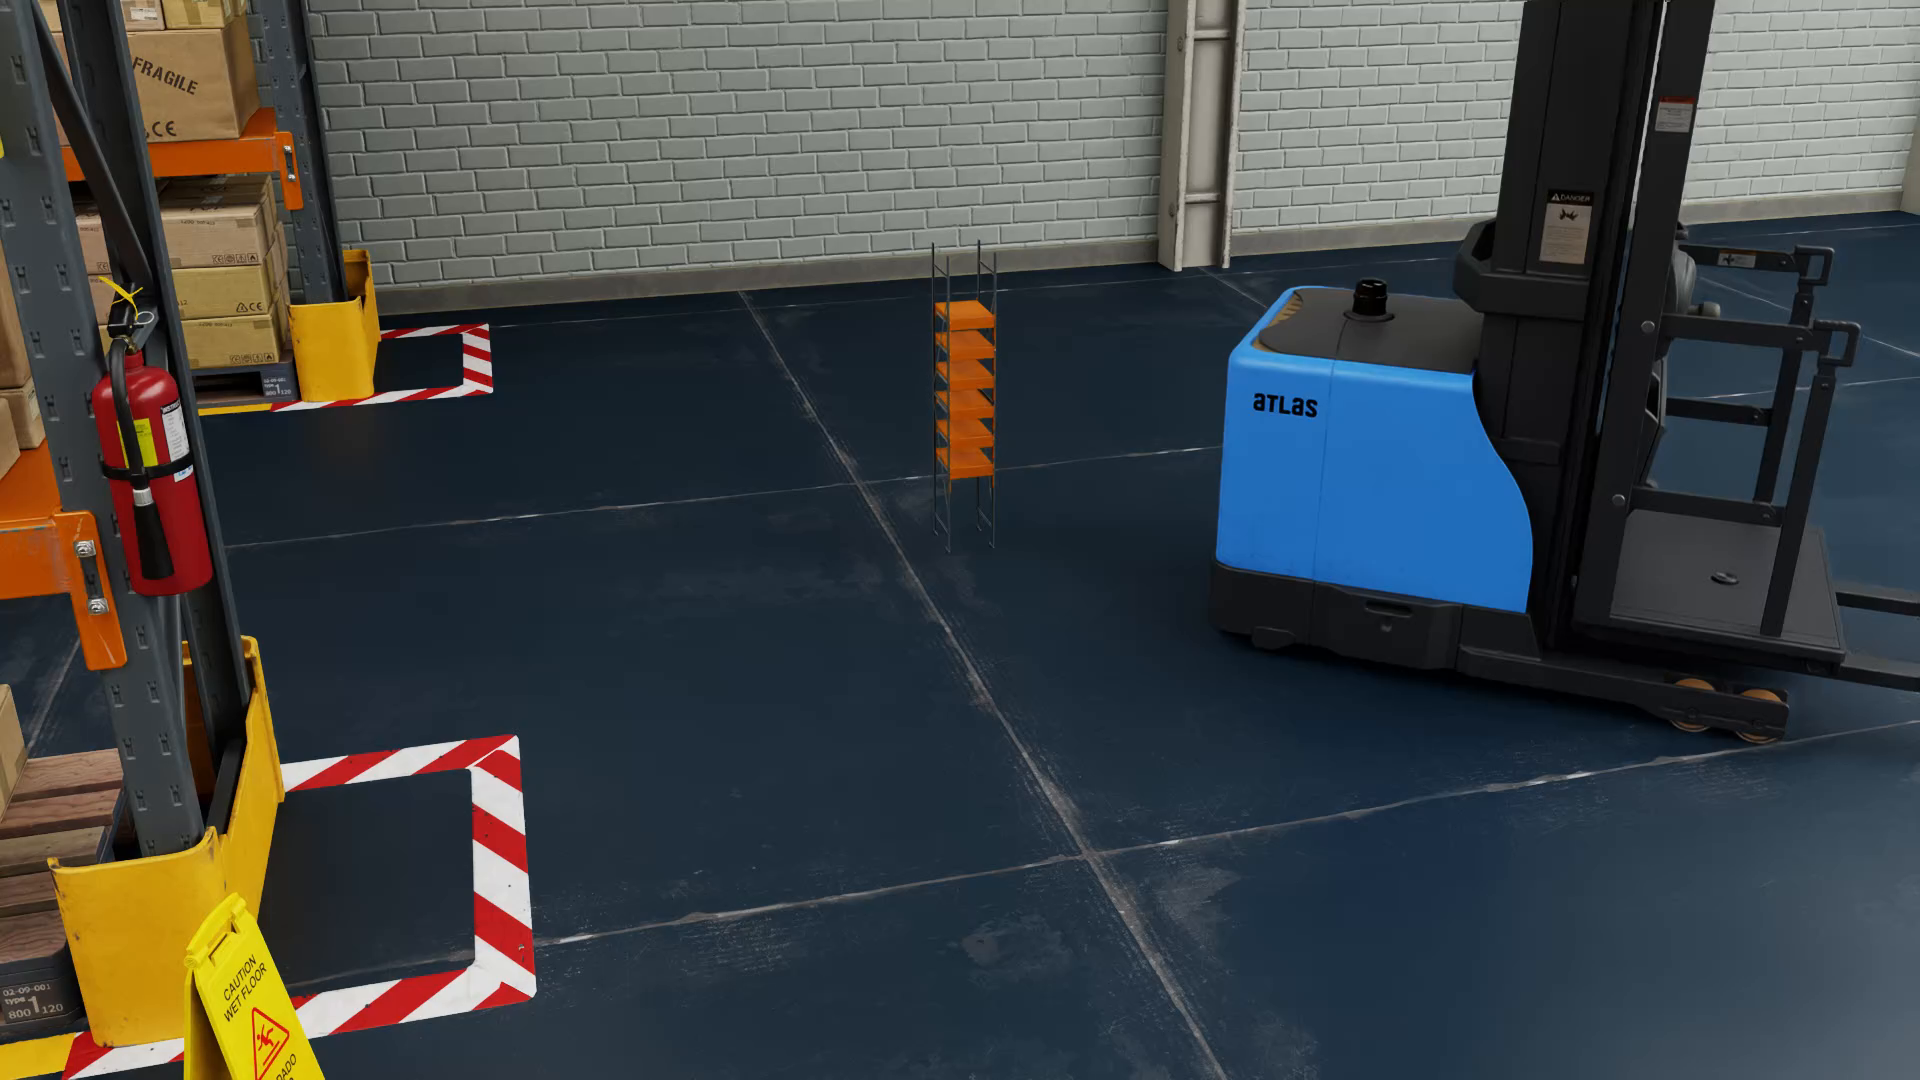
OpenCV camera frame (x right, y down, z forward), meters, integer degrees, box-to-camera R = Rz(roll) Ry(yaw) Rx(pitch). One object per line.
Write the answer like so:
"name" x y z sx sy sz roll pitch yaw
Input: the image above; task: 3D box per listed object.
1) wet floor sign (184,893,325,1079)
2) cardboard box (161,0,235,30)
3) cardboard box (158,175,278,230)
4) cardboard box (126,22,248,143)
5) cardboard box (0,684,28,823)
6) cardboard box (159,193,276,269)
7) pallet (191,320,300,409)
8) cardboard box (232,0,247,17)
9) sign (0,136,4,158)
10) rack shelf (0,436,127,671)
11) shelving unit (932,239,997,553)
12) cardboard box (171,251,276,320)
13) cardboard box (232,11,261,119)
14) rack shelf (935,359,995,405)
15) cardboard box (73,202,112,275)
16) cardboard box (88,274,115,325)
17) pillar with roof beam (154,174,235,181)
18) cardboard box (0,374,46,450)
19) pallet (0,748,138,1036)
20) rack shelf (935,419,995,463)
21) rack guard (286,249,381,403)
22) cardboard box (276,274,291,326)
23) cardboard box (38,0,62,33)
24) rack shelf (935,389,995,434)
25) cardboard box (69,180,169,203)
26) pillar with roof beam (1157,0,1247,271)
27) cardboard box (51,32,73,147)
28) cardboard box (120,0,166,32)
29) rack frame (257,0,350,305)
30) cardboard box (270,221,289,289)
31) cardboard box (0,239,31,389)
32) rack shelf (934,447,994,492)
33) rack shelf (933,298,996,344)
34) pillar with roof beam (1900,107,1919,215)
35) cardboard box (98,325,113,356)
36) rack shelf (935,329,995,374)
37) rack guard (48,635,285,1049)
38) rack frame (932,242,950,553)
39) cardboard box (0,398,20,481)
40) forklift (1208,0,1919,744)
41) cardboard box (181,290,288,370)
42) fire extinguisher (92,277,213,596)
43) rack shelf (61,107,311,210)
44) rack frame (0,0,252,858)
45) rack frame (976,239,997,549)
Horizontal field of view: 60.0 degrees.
"wet floor sign" -1.506 1.053 3.479 0.232 0.644 0.267 2 23 4
"cardboard box" -3.581 -2.500 7.823 0.250 0.149 0.380 -6 24 -14
"cardboard box" -3.837 -1.709 8.615 0.500 0.250 0.500 -7 24 -15
"cardboard box" -3.726 -2.193 7.931 0.500 0.500 0.500 -7 24 -16
"cardboard box" -2.830 0.636 4.418 0.500 0.250 0.500 -7 24 -15
"cardboard box" -3.682 -1.521 8.177 0.500 0.250 0.500 -5 24 -13
"pallet" -4.048 -0.921 8.628 1.213 0.211 1.003 -6 24 -14
"cardboard box" -3.719 -2.706 8.303 0.250 0.149 0.380 -7 24 -16
"sign" -1.848 -0.880 3.127 0.005 0.325 0.100 -6 24 -14
"rack shelf" -3.904 0.128 3.559 4.000 0.370 1.077 -6 24 -14
"shelving unit" 0.014 -0.553 6.517 0.189 1.200 0.258 -6 24 -14
"cardboard box" -3.707 -1.288 8.268 0.500 0.250 0.500 -7 24 -15
"cardboard box" -3.875 -2.398 8.408 0.500 0.500 0.500 -6 24 -13
"rack shelf" 0.014 -0.622 6.487 0.180 0.103 0.258 -6 24 -14
"cardboard box" -4.172 -1.464 8.045 0.500 0.250 0.500 -6 24 -13
"cardboard box" -4.193 -1.239 8.153 0.500 0.250 0.500 -7 24 -15
"pillar with roof beam" -3.074 -3.690 3.938 0.400 9.000 9.100 -6 24 -14
"cardboard box" -2.361 -0.342 4.062 0.250 0.149 0.380 -6 24 -14
"pallet" -2.843 0.947 4.275 1.213 0.211 1.003 -6 24 -14
"rack shelf" 0.014 -0.402 6.582 0.180 0.103 0.258 -6 24 -14
"rack guard" -3.300 -1.153 8.804 0.348 0.500 1.175 -6 24 -14
"cardboard box" -3.849 -1.251 8.815 0.500 0.250 0.500 -6 24 -14
"cardboard box" -4.085 -2.457 7.723 0.250 0.149 0.380 -6 24 -13
"rack shelf" 0.014 -0.512 6.535 0.180 0.103 0.258 -6 24 -14
"cardboard box" -4.317 -1.654 8.488 0.500 0.250 0.500 -6 24 -14
"pillar with roof beam" 2.703 -4.329 5.427 0.400 9.000 9.100 -6 24 -14
"cardboard box" -4.228 -2.142 7.810 0.500 0.500 0.500 -6 24 -13
"cardboard box" -3.819 -2.462 7.734 0.250 0.149 0.380 -6 24 -14
"rack frame" -3.323 -2.299 8.305 0.127 3.000 1.000 -6 24 -14
"cardboard box" -3.832 -1.487 8.733 0.500 0.250 0.500 -6 24 -13
"cardboard box" -2.509 -0.653 3.963 0.500 0.500 0.500 -7 24 -15
"rack shelf" 0.014 -0.292 6.629 0.180 0.103 0.258 -6 24 -14
"rack shelf" 0.014 -0.843 6.393 0.180 0.103 0.258 -6 24 -14
"pillar with roof beam" 8.480 -4.968 6.916 0.400 9.000 9.100 -6 24 -14
"cardboard box" -4.171 -1.009 8.253 0.500 0.250 0.500 -6 24 -14
"rack shelf" 0.014 -0.733 6.440 0.180 0.103 0.258 -6 24 -14
"rack guard" -2.052 0.741 4.388 0.348 0.500 1.175 -6 24 -14
"rack frame" -0.074 -0.543 6.494 0.006 1.200 0.240 -6 24 -14
"cardboard box" -2.281 -0.179 3.681 0.250 0.149 0.380 -5 24 -13
"forklift" 2.449 -0.942 5.229 3.031 2.935 1.130 9 25 20
"cardboard box" -3.690 -1.059 8.368 0.500 0.250 0.500 -6 24 -14
"fire extinguisher" -1.744 -0.217 3.550 0.183 0.674 0.296 -6 24 -14
"rack shelf" -5.248 -1.756 7.950 4.000 0.370 1.077 -6 24 -14
"rack frame" -1.978 -0.415 3.914 0.127 3.000 1.000 -6 24 -14
"rack frame" 0.102 -0.563 6.540 0.006 1.200 0.240 -6 24 -14
